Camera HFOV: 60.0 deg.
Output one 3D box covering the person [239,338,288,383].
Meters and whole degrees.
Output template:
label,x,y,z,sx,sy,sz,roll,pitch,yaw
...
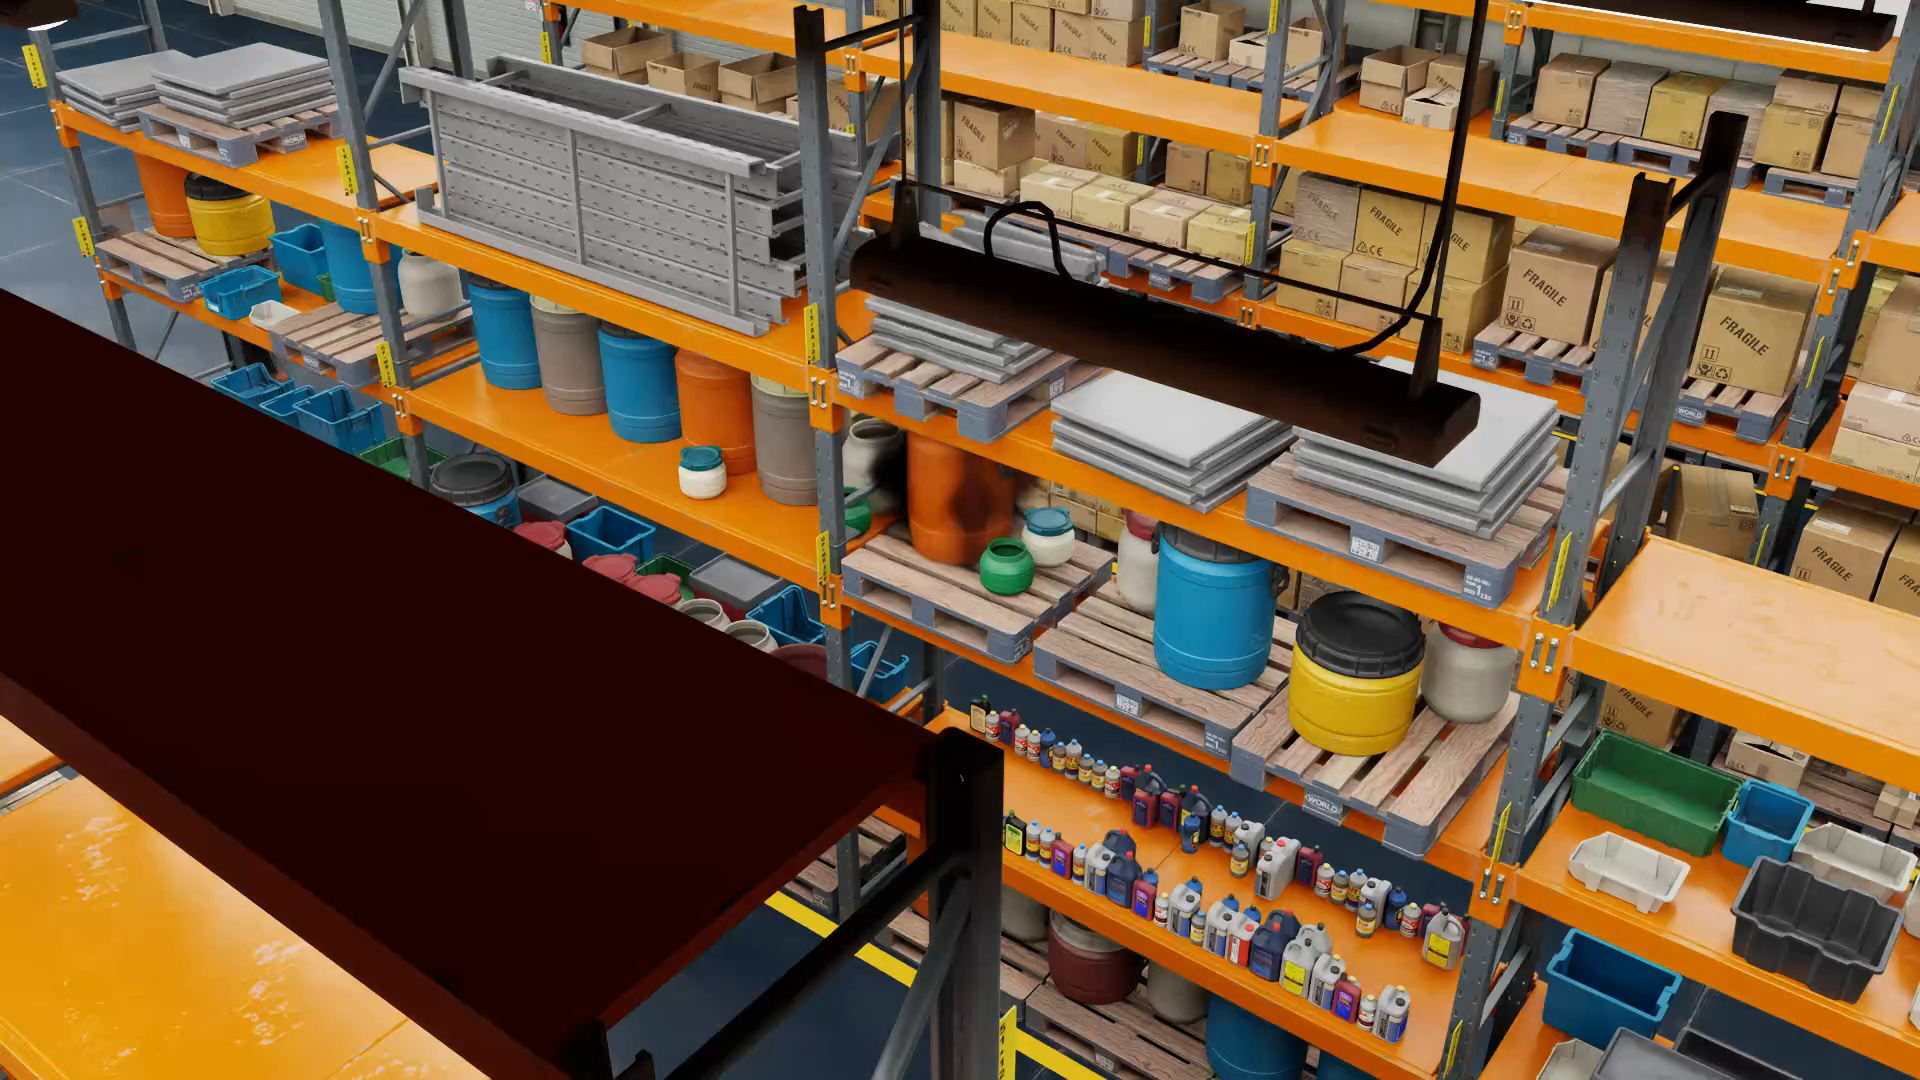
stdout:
label,x,y,z,sx,sy,sz,roll,pitch,yaw
person,-6.893,-1.638,16.365,0.651,1.755,0.386,21,37,30
